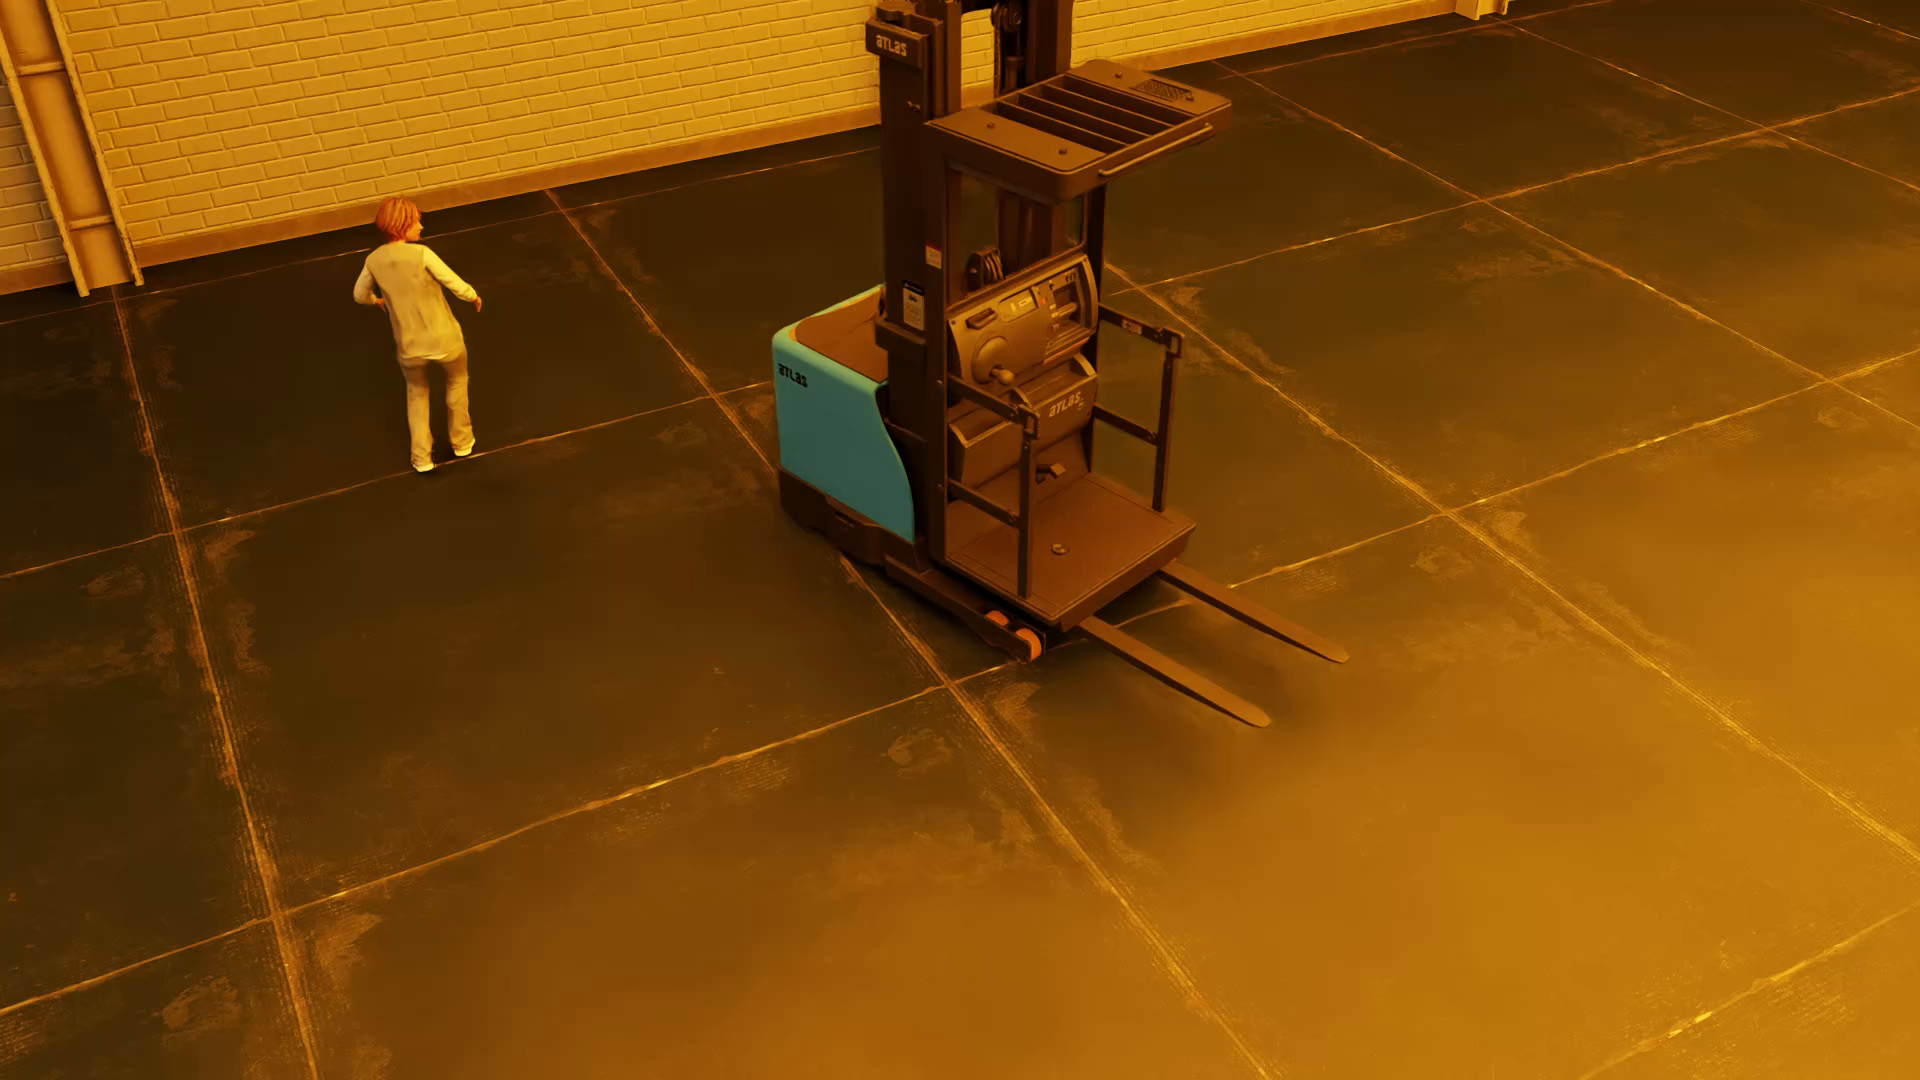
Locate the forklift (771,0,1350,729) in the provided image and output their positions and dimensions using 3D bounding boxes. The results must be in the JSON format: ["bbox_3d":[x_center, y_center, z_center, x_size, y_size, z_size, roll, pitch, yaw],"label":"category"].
[{"bbox_3d":[0.450,-0.955,7.474,3.031,2.935,1.130,29,45,35],"label":"forklift"}]

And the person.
[{"bbox_3d":[-2.872,-1.102,8.931,0.657,1.549,0.570,-3,35,-4],"label":"person"}]
